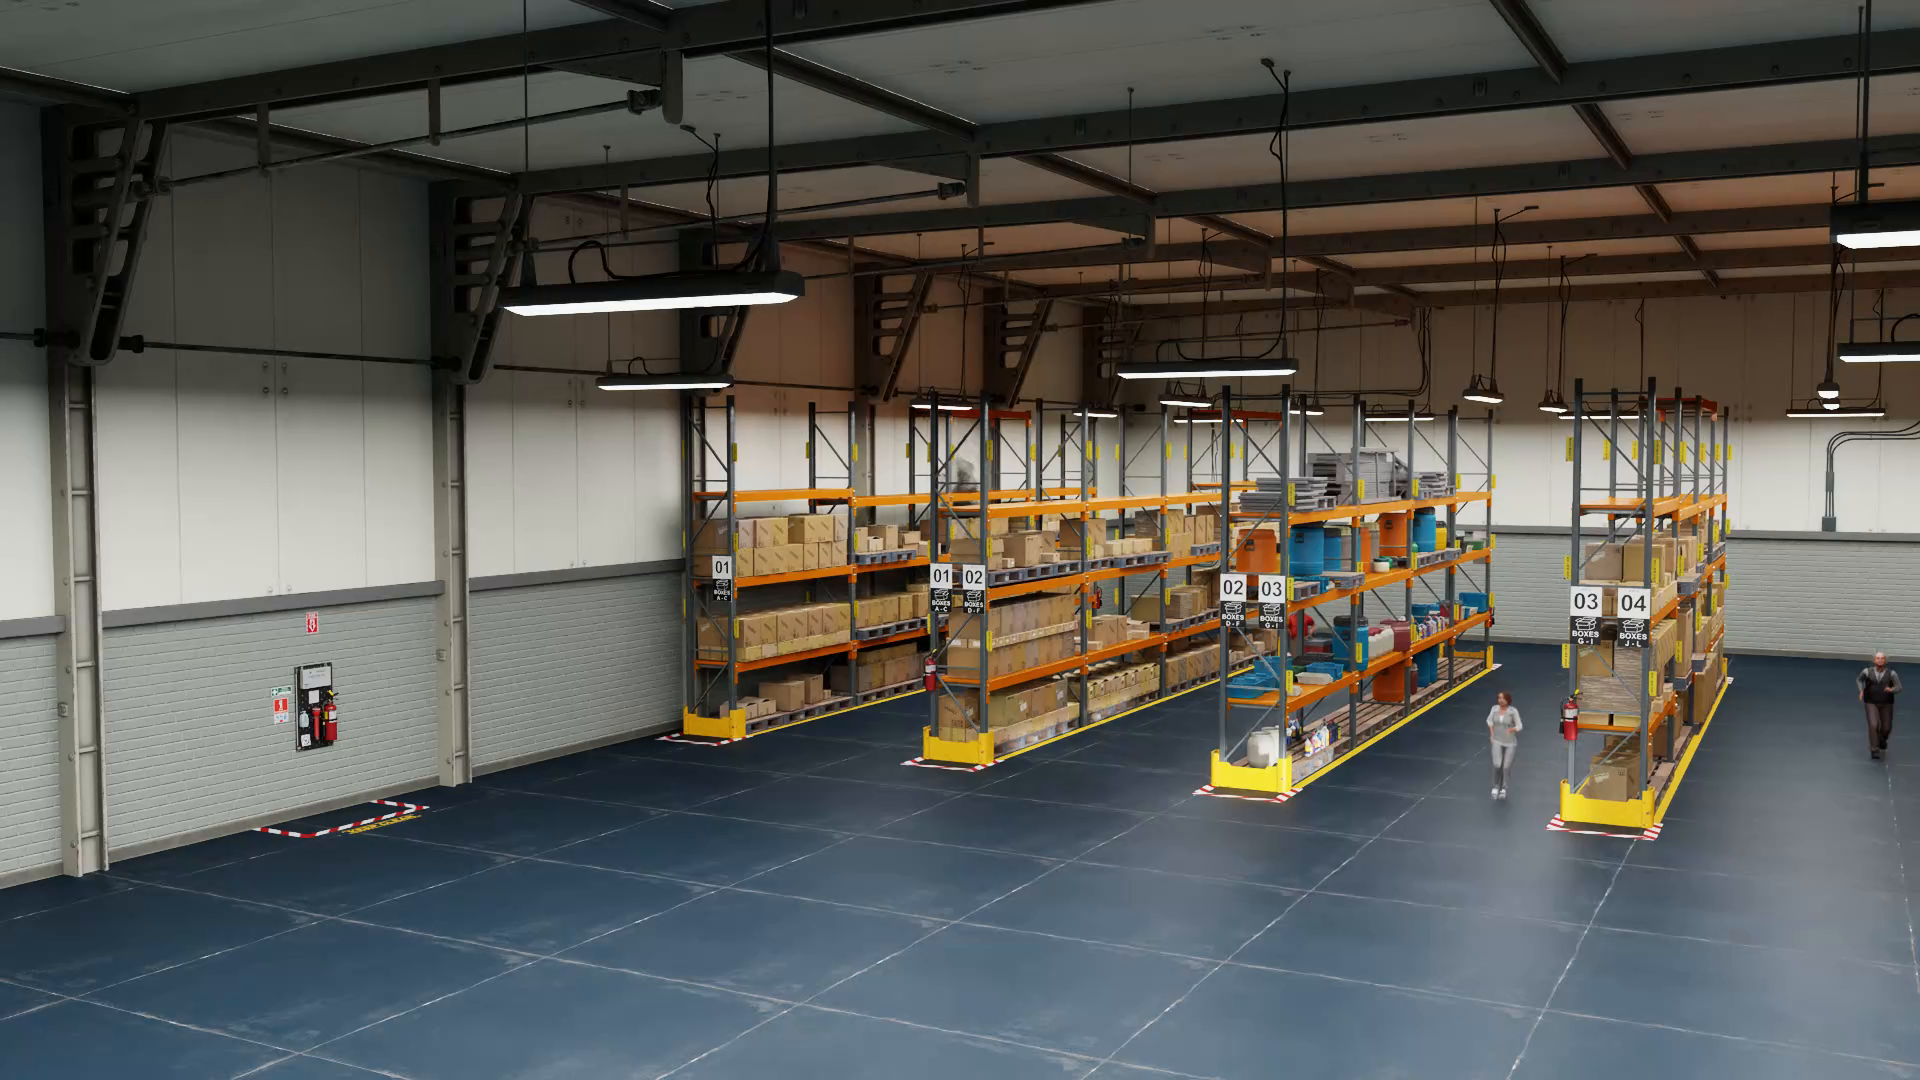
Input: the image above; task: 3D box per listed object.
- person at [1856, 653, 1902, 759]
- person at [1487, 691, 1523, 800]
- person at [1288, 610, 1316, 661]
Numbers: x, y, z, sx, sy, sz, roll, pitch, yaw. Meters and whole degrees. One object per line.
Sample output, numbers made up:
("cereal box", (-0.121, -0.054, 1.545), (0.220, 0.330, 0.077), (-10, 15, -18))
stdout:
("person", (15.076, 2.702, 27.299), (0.659, 1.699, 0.930), (1, 3, 25))
("person", (7.805, 2.954, 23.871), (0.510, 1.591, 0.646), (1, 3, 24))
("person", (7.361, 2.250, 36.094), (0.664, 1.738, 0.951), (1, 3, 17))
